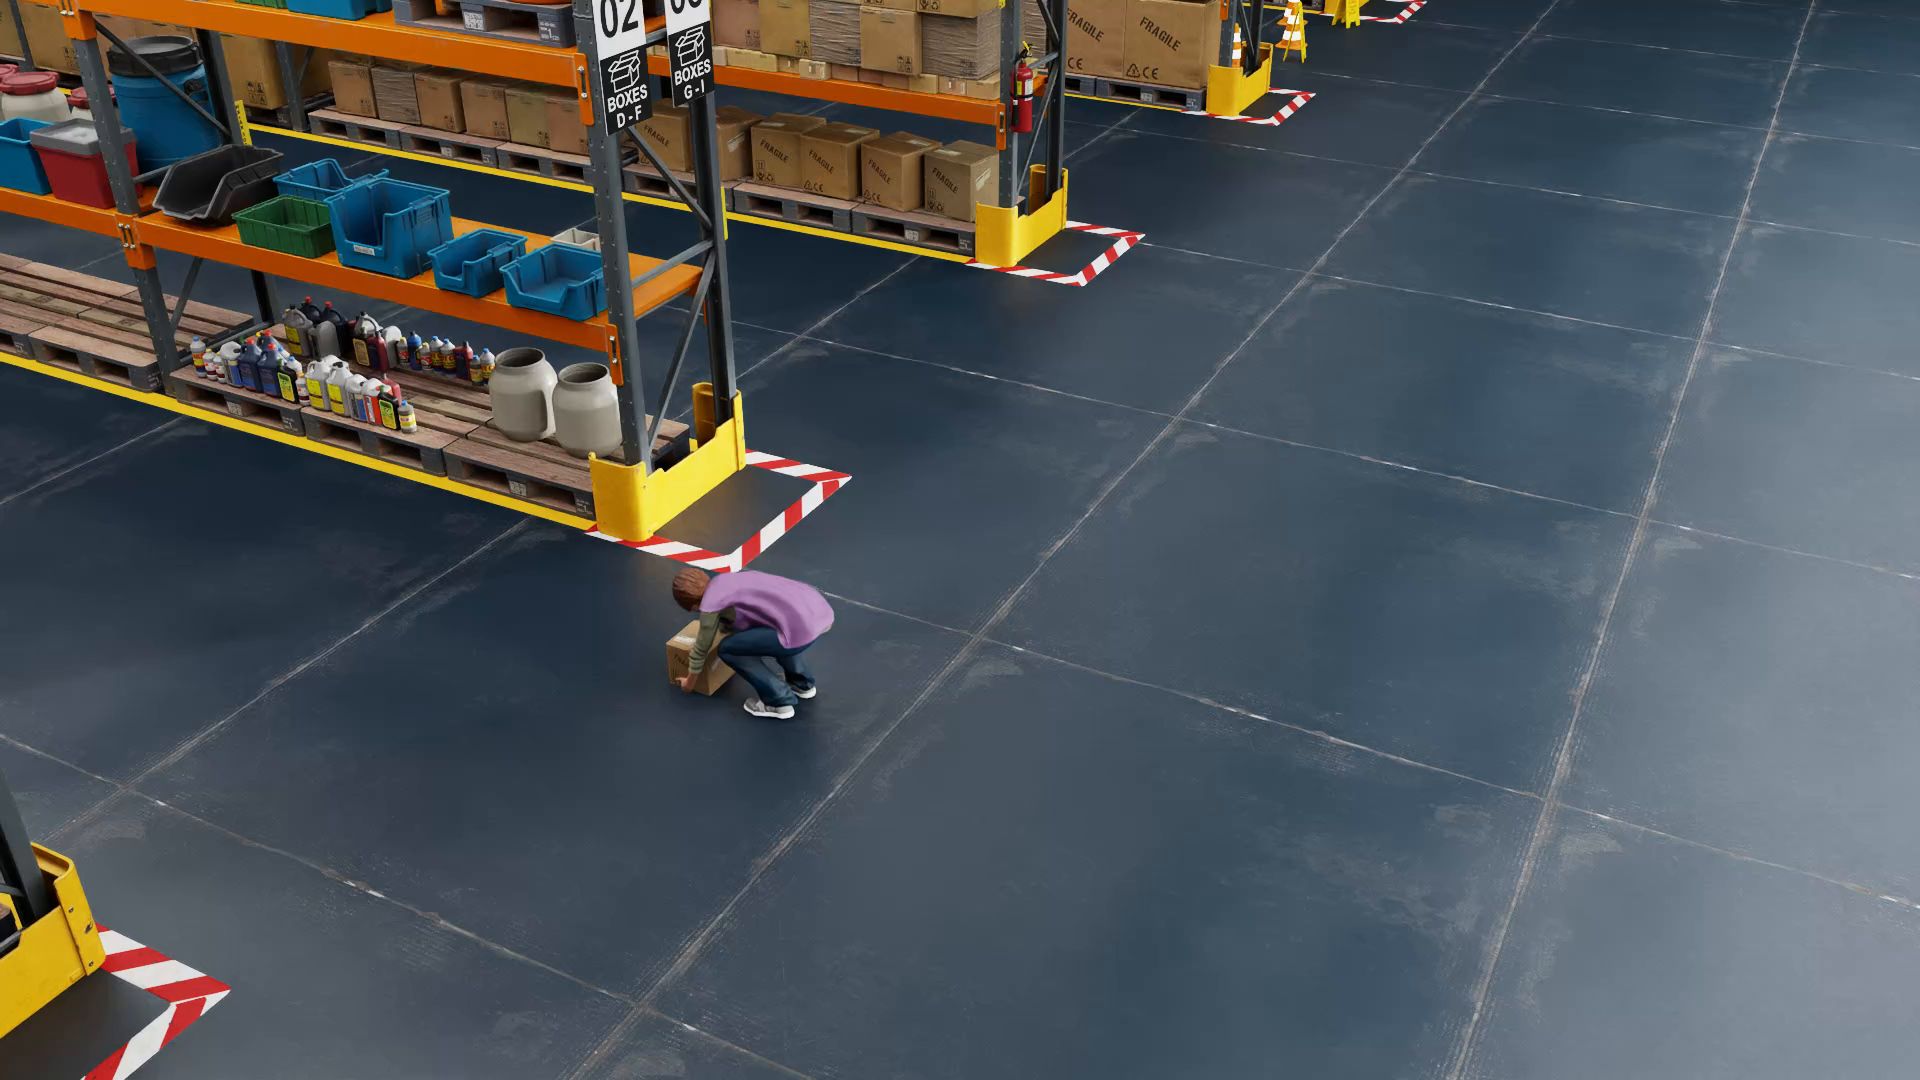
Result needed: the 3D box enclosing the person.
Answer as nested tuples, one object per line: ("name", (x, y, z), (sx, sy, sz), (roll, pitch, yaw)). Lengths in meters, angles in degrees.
("person", (-1.043, 0.497, 8.342), (0.873, 0.737, 0.422), (14, 33, 22))
